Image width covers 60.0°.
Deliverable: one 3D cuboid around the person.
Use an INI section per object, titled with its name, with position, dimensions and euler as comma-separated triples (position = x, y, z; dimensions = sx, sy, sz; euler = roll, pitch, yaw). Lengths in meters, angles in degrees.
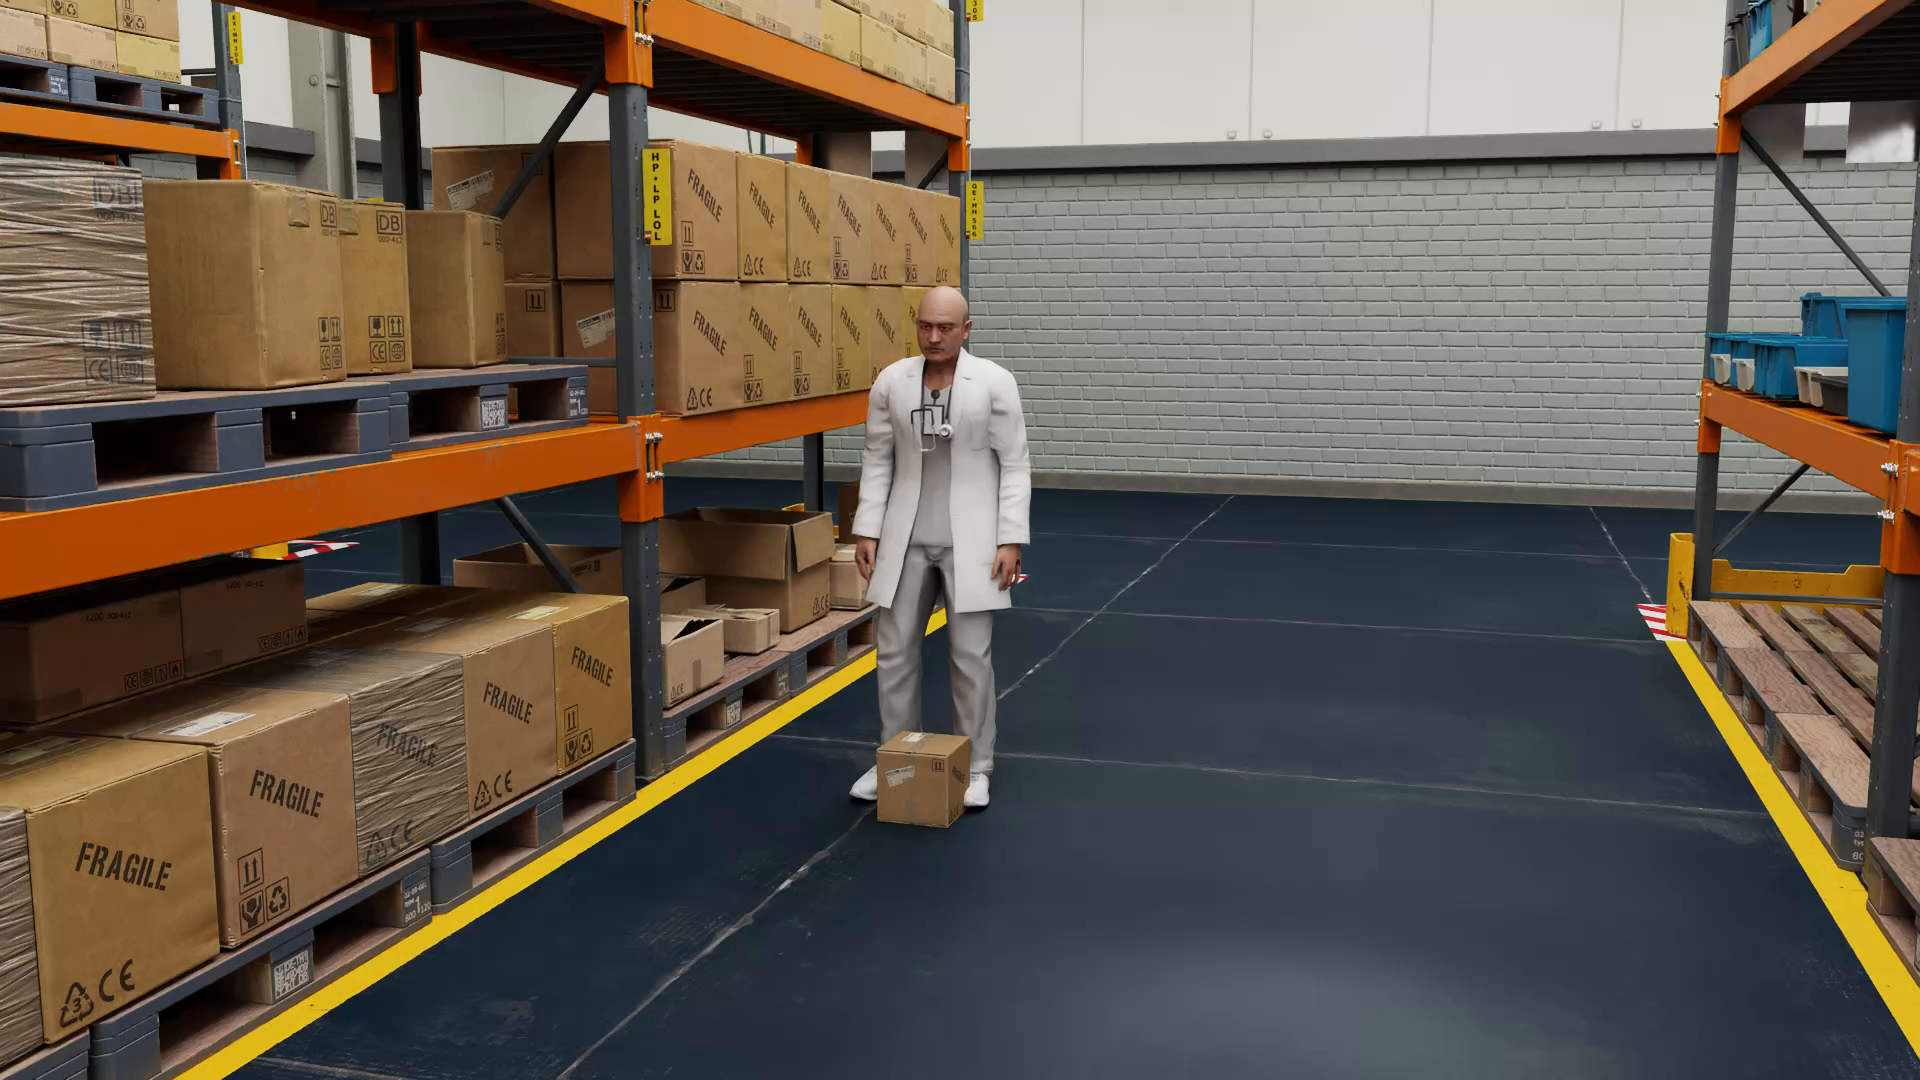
[person]
position = -0.070, 0.018, 5.756
dimensions = 0.640, 1.773, 0.424
euler = 2, 8, 15
